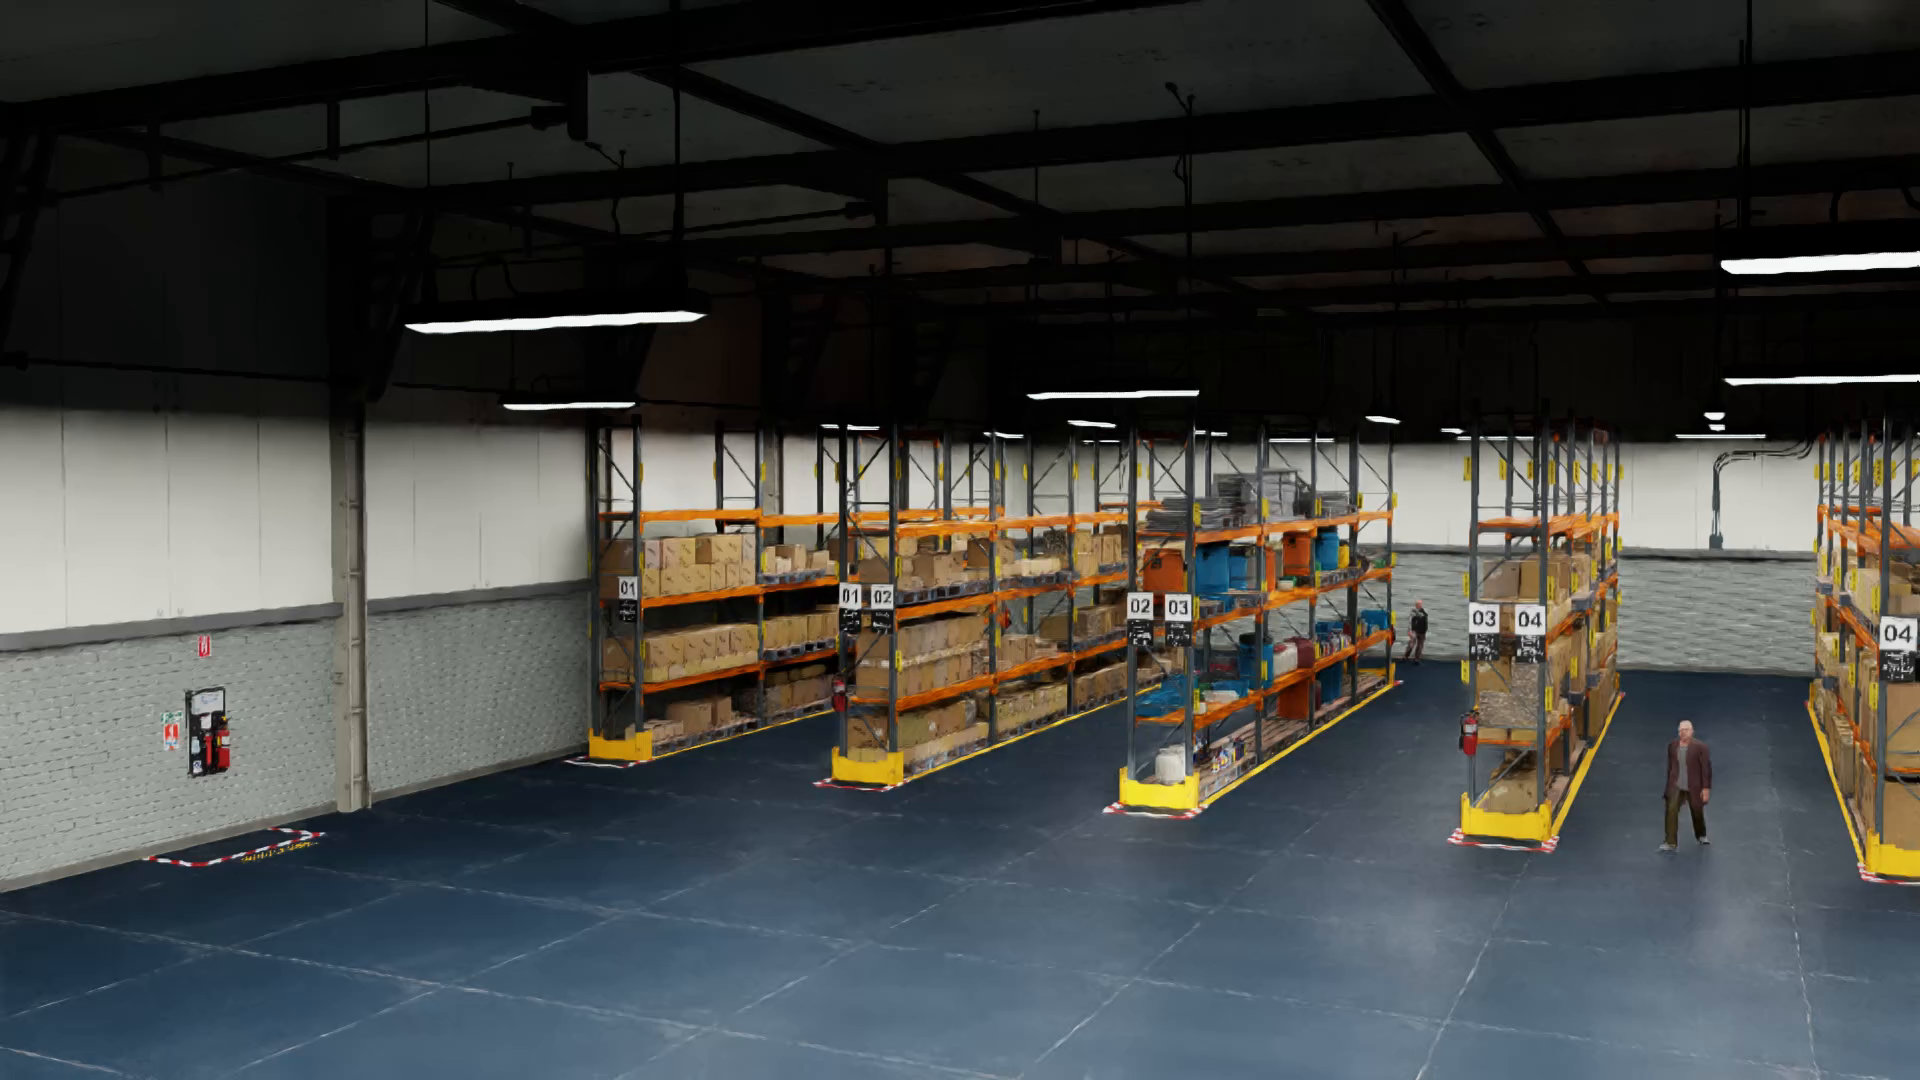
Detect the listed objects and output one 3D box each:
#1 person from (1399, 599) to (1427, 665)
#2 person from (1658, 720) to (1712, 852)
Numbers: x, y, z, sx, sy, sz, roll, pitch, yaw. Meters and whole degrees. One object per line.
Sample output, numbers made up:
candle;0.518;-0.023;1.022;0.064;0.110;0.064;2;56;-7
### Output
person;11.742;2.374;42.986;0.695;1.711;0.492;-1;2;-16
person;9.603;3.229;21.928;0.614;1.734;1.016;2;3;40
